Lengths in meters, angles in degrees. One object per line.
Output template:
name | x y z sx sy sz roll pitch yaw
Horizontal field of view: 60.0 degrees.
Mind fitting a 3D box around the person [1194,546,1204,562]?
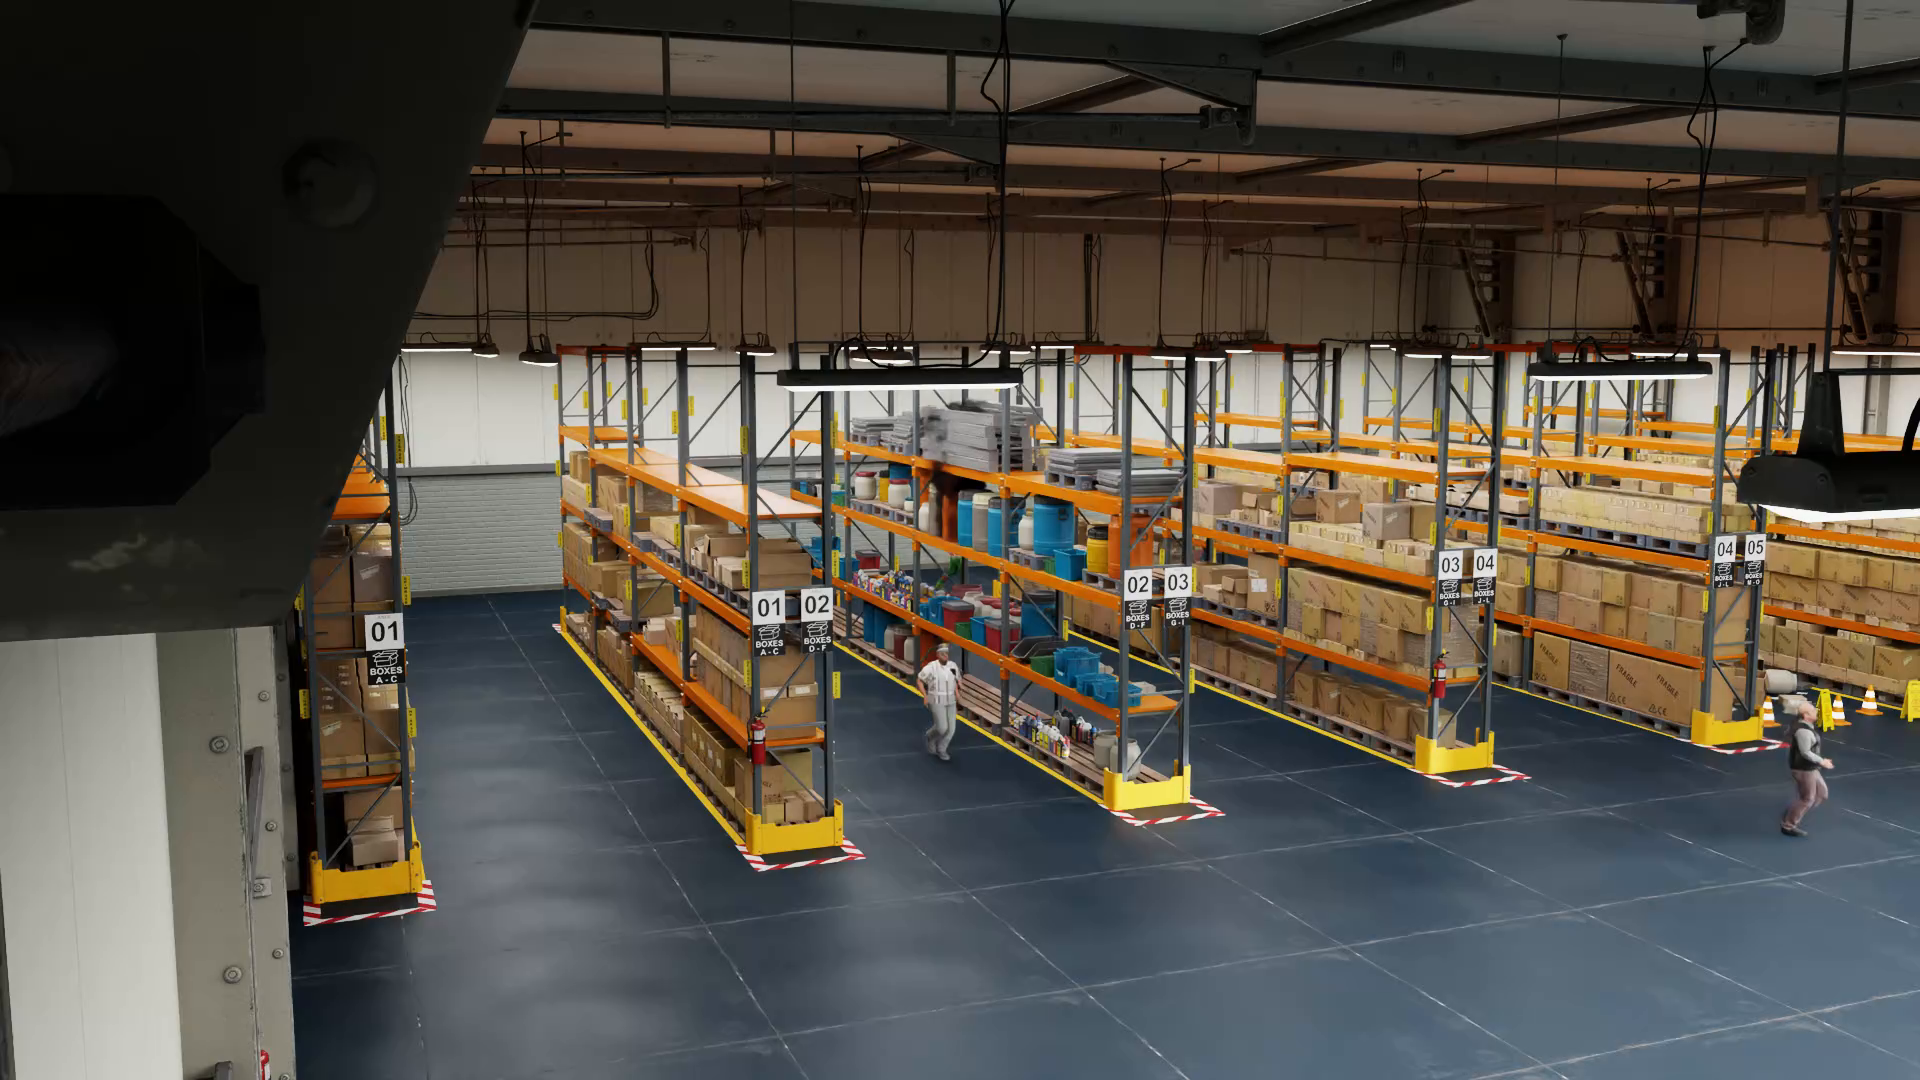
person | 6.027 0.234 41.698 0.684 1.648 0.572 -2 8 -16

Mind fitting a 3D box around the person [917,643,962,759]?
person | -0.244 2.373 24.434 0.665 1.742 0.593 -4 8 -26

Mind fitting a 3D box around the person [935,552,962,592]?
person | -0.087 0.412 39.391 1.002 1.773 0.662 -1 7 -9

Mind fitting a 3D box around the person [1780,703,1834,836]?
person | 10.604 2.862 20.808 0.551 1.680 0.672 3 8 20
